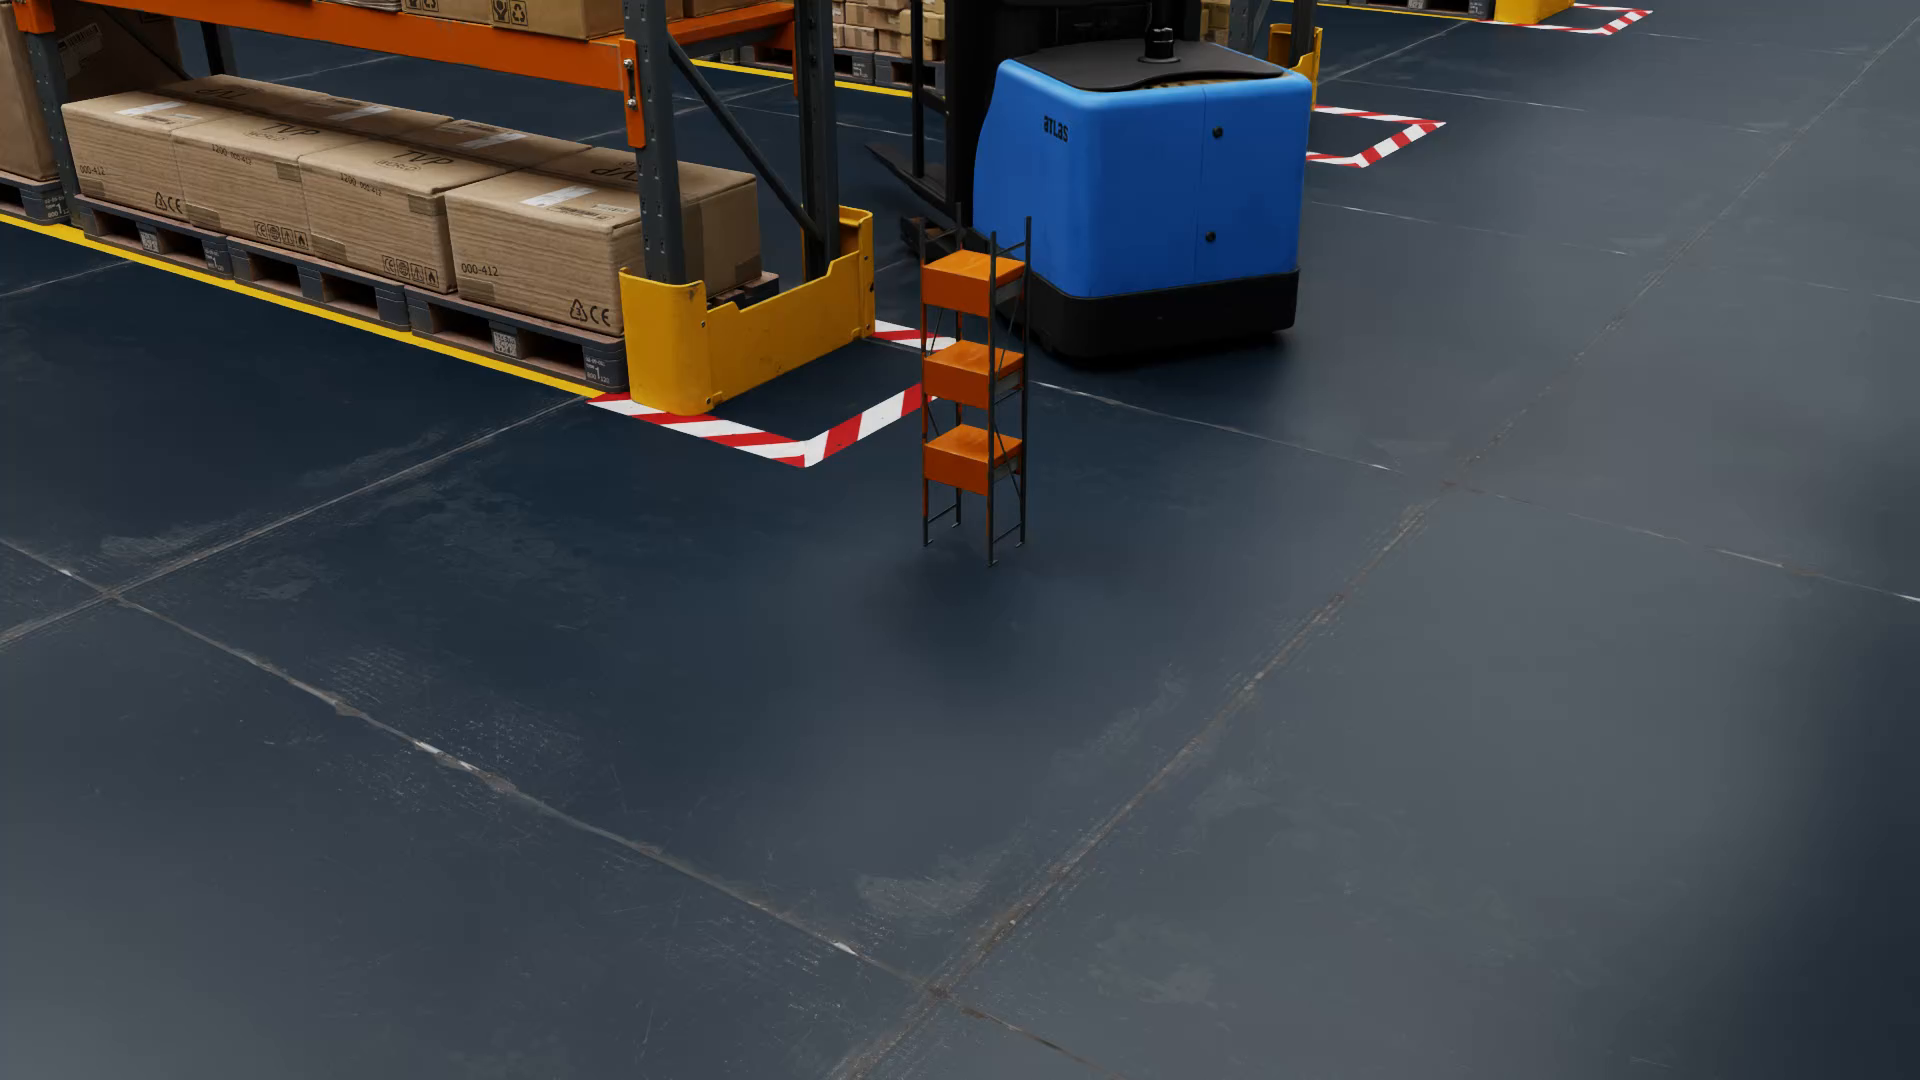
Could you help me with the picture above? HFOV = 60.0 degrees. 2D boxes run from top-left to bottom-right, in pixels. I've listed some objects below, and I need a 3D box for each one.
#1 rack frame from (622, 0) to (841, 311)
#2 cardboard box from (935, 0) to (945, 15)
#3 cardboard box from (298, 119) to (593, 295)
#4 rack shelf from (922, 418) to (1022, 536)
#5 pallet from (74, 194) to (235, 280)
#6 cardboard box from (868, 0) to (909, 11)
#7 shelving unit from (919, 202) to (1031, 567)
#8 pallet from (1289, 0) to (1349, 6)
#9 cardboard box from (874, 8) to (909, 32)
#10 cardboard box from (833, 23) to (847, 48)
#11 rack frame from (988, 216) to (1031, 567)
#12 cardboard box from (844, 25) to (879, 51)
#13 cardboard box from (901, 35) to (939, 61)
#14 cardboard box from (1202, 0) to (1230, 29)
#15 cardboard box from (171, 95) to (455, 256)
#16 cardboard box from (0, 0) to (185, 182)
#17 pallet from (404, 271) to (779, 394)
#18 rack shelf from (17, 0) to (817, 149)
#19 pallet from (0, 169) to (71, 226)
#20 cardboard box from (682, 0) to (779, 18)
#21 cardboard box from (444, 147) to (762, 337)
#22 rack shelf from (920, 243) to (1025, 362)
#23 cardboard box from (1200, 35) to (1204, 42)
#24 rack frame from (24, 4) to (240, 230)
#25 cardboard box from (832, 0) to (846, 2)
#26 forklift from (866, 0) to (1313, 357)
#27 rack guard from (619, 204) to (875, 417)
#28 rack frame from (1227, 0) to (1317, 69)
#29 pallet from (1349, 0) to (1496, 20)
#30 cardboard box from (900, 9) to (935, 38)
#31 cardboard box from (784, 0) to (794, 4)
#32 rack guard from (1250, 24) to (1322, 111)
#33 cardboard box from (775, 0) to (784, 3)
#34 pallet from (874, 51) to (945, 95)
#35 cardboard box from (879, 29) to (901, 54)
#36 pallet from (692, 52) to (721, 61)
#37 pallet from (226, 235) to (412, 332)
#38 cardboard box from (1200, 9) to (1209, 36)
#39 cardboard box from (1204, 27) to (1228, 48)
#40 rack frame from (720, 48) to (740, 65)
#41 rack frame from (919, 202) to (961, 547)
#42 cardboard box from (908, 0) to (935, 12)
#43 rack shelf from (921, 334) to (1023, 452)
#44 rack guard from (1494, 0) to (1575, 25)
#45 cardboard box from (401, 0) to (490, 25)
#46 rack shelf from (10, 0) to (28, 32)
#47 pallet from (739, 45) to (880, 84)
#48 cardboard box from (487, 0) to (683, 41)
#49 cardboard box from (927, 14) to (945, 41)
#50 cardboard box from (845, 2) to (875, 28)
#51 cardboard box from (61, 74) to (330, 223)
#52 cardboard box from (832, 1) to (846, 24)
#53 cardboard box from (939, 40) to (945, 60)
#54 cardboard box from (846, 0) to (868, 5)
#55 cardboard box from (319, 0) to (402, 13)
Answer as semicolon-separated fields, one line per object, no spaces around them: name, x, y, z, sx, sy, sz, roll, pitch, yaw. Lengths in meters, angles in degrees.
rack frame;-0.821;-2.050;5.972;0.127;3.000;1.000;17;32;30
cardboard box;0.042;-3.559;10.960;0.250;0.149;0.380;17;32;31
cardboard box;-2.180;-1.460;7.173;0.875;0.438;0.875;18;32;32
rack shelf;0.044;-0.197;5.116;0.240;0.259;0.215;17;32;30
pallet;-3.535;-1.610;8.181;1.213;0.211;1.003;17;32;30
cardboard box;-0.411;-3.676;11.191;0.250;0.149;0.380;18;32;31
shelving unit;0.044;-0.454;4.985;0.252;1.050;0.215;17;32;30
pallet;3.085;-5.002;14.846;1.213;0.211;1.003;17;32;30
cardboard box;-0.366;-3.560;11.291;0.250;0.149;0.380;19;33;33
cardboard box;-0.827;-3.544;11.587;0.250;0.149;0.380;17;32;30
rack frame;0.145;-0.423;4.923;0.008;1.050;0.200;17;32;30
cardboard box;-0.589;-3.498;11.496;0.250;0.149;0.380;17;31;29
cardboard box;-0.188;-3.339;11.184;0.250;0.149;0.380;16;31;29
cardboard box;1.659;-3.370;10.589;0.250;0.149;0.380;16;31;28
cardboard box;-2.923;-1.692;7.629;0.875;0.438;0.875;16;31;29
cardboard box;-4.674;-2.447;8.631;0.875;0.875;0.875;18;32;32
pallet;-1.524;-0.984;6.950;1.213;0.211;1.003;17;32;30
rack shelf;-2.469;-2.243;7.144;4.000;0.370;1.077;17;32;30
pallet;-4.797;-2.005;8.956;1.213;0.211;1.003;17;32;30
cardboard box;-1.054;-2.325;6.402;0.500;0.500;0.500;17;32;30
cardboard box;-1.421;-1.228;6.717;0.875;0.438;0.875;16;31;29
rack shelf;0.044;-0.698;4.861;0.240;0.259;0.215;17;32;30
cardboard box;1.302;-3.005;10.200;0.250;0.149;0.380;16;31;29
rack frame;-4.118;-3.077;7.990;0.127;3.000;1.000;17;32;30
cardboard box;-0.802;-3.830;11.494;0.250;0.149;0.380;17;31;30
forklift;0.364;-2.665;7.255;1.130;2.935;3.031;-10;29;-19
rack guard;-0.801;-0.930;6.526;0.348;0.500;1.175;17;32;30
rack frame;1.899;-3.927;9.659;0.127;3.000;1.000;17;32;30
pallet;4.087;-4.689;14.230;1.213;0.211;1.003;17;32;30
cardboard box;-0.194;-3.472;11.117;0.250;0.149;0.380;17;32;30
cardboard box;-1.022;-3.759;11.682;0.250;0.149;0.380;18;32;31
rack guard;1.836;-2.832;10.264;0.348;0.500;1.175;17;32;30
cardboard box;-1.281;-3.790;11.743;0.250;0.149;0.380;19;33;33
pallet;0.185;-3.239;11.382;1.213;0.211;1.003;17;32;30
cardboard box;-0.348;-3.442;11.386;0.250;0.149;0.380;16;31;28
pallet;-2.041;-3.911;12.702;1.213;0.211;1.003;17;32;30
pallet;-2.526;-1.297;7.566;1.213;0.211;1.003;17;32;30
cardboard box;1.319;-3.150;10.156;0.250;0.149;0.380;18;32;31
cardboard box;1.612;-3.207;10.596;0.250;0.149;0.380;19;32;32
rack frame;-1.399;-4.954;11.677;0.127;3.000;1.000;17;32;30
rack frame;-0.056;-0.485;5.046;0.008;1.050;0.200;17;32;30
cardboard box;-0.139;-3.637;11.114;0.250;0.149;0.380;16;31;28
rack shelf;0.044;-0.445;4.990;0.240;0.259;0.215;17;32;30
rack guard;4.810;-4.635;13.807;0.348;0.500;1.175;17;32;30
cardboard box;-1.773;-2.254;6.262;0.500;0.500;0.500;17;31;29
rack shelf;-5.766;-3.270;9.162;4.000;0.370;1.077;17;32;30
pallet;-0.825;-3.552;11.997;1.213;0.211;1.003;17;32;30
cardboard box;-1.368;-2.120;5.998;0.500;0.500;0.500;18;32;31
cardboard box;-0.005;-3.399;10.974;0.250;0.149;0.380;18;32;31
cardboard box;-0.579;-3.640;11.447;0.250;0.149;0.380;16;31;28
cardboard box;-3.661;-1.921;8.080;0.875;0.438;0.875;17;31;30
cardboard box;-0.800;-3.710;11.585;0.250;0.149;0.380;17;32;30
cardboard box;0.072;-3.300;11.108;0.250;0.149;0.380;18;32;32
cardboard box;-0.574;-3.772;11.379;0.250;0.149;0.380;16;31;29
cardboard box;-2.203;-2.383;6.515;0.500;0.500;0.500;18;32;32
